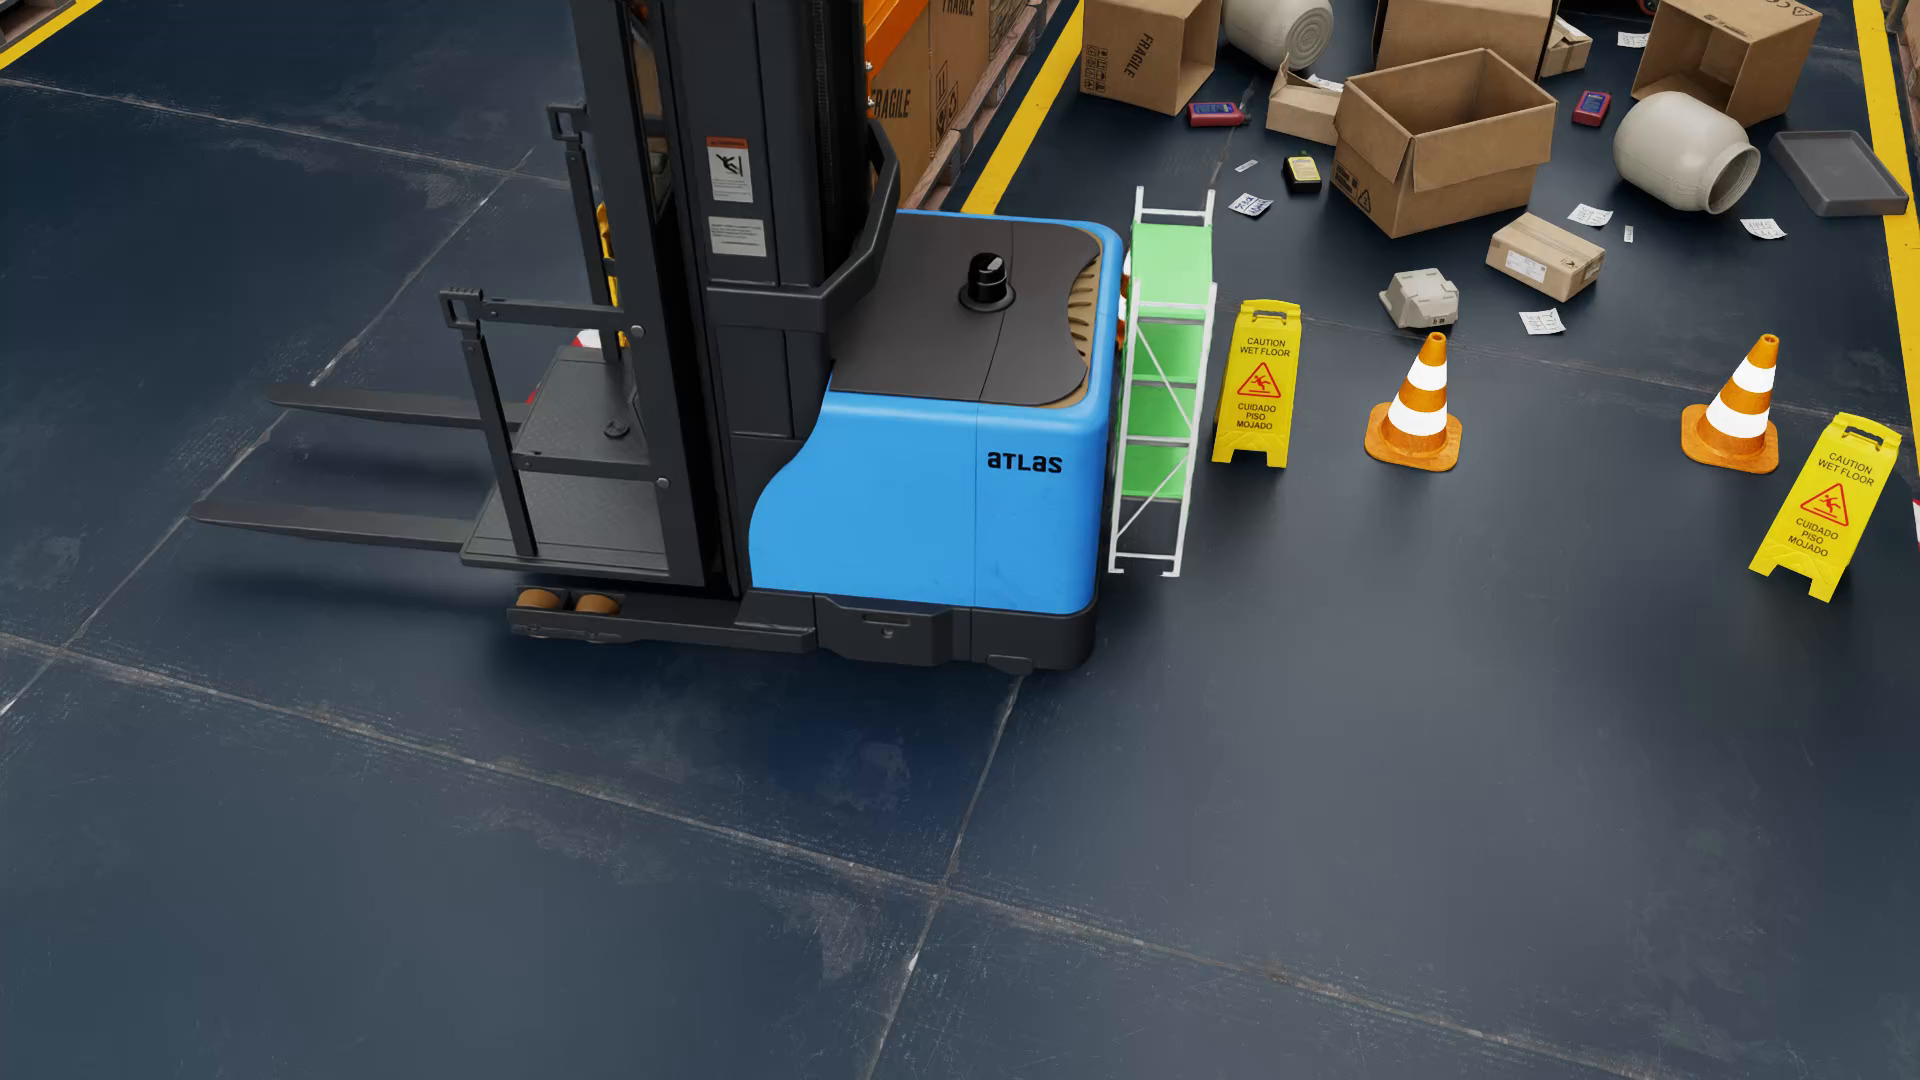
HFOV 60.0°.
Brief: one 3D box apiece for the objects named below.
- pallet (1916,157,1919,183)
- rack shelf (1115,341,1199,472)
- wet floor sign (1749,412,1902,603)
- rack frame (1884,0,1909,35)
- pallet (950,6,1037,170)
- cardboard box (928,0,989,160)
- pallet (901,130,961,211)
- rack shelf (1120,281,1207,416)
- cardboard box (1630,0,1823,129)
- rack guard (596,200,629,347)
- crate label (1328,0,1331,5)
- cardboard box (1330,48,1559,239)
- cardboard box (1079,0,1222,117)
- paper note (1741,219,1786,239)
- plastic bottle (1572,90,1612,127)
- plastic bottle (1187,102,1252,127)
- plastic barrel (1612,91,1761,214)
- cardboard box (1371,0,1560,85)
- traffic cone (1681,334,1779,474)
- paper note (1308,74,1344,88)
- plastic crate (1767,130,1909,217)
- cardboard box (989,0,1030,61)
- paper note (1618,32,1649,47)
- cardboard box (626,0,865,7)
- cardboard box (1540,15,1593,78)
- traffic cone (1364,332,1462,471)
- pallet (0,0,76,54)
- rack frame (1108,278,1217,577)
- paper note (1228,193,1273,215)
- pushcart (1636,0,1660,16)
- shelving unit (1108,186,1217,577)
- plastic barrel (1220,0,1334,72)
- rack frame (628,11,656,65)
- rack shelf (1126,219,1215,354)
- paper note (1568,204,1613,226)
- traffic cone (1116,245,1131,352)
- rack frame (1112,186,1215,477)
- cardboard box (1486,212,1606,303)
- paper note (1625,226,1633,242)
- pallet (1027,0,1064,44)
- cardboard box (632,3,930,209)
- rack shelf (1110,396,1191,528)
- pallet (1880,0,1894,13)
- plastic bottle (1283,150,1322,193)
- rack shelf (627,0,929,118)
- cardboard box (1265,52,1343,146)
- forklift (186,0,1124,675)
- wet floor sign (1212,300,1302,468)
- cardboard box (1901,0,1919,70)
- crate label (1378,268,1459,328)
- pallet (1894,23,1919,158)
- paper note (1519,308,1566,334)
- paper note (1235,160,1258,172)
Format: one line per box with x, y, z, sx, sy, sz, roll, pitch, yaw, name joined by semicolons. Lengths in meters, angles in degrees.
4.606;-1.280;6.907;1.003;0.211;1.213;13;46;13;pallet
0.644;-0.440;5.433;0.258;0.148;0.480;4;45;4;rack shelf
2.854;-0.140;5.432;0.267;0.644;0.232;28;51;26;wet floor sign
5.143;-3.548;7.231;1.000;3.000;0.127;13;46;13;rack frame
-0.278;-2.226;7.874;1.003;0.211;1.213;13;46;13;pallet
-0.410;-2.306;7.181;0.875;0.875;0.875;12;46;12;cardboard box
-0.649;-1.416;7.046;1.003;0.211;1.213;13;46;13;pallet
0.644;-0.611;5.265;0.258;0.148;0.480;4;45;4;rack shelf
3.522;-2.229;7.669;0.500;0.500;0.500;-24;49;-22;cardboard box
-0.824;-0.953;6.367;1.175;0.500;0.348;13;46;13;rack guard
1.719;-2.721;8.433;0.298;0.136;0.250;-16;47;-16;crate label
2.051;-1.697;7.124;0.797;0.503;0.637;-16;47;-16;cardboard box
0.903;-2.384;7.828;0.500;0.500;0.500;20;48;19;cardboard box
3.429;-1.334;7.092;0.142;0.019;0.148;-2;44;-2;paper note
2.965;-2.035;7.786;0.133;0.061;0.283;20;48;19;plastic bottle
1.206;-1.977;7.727;0.283;0.061;0.133;-2;44;-2;plastic bottle
3.114;-1.658;7.142;0.421;0.421;0.512;-24;49;-22;plastic barrel
2.326;-2.370;7.715;0.797;0.637;0.503;13;46;13;cardboard box
2.832;-0.535;5.966;0.336;0.463;0.334;13;46;13;traffic cone
1.727;-2.172;7.954;0.172;0.023;0.155;28;51;26;paper note
3.886;-1.632;7.360;0.402;0.080;0.583;-2;44;-2;plastic crate
-0.132;-2.914;7.802;0.875;0.875;0.875;13;46;13;cardboard box
3.356;-2.495;8.278;0.148;0.019;0.142;13;46;13;paper note
-0.747;-2.173;5.719;0.875;0.550;0.550;13;46;13;cardboard box
2.851;-2.482;8.097;0.258;0.266;0.396;-16;47;-16;cardboard box
1.671;-0.543;5.974;0.336;0.463;0.334;13;46;13;traffic cone
-5.210;-2.569;8.224;1.003;0.211;1.213;13;46;13;pallet
0.621;-0.315;5.214;0.240;1.200;0.015;4;45;4;rack frame
1.264;-1.459;7.220;0.144;0.017;0.142;28;51;26;paper note
2.955;-3.060;8.608;1.648;0.377;0.936;-2;44;-2;pushcart
0.644;-0.485;5.388;0.258;1.200;0.503;4;45;4;shelving unit
1.513;-2.527;8.030;0.421;0.421;0.512;-24;49;-22;plastic barrel
-0.817;-1.863;5.509;1.000;3.000;0.127;13;46;13;rack frame
0.644;-0.783;5.097;0.258;0.148;0.480;4;45;4;rack shelf
2.721;-1.403;7.170;0.148;0.019;0.142;28;51;26;paper note
0.697;-1.009;6.451;0.336;0.463;0.334;13;46;13;traffic cone
0.667;-0.655;5.562;0.240;1.200;0.015;4;45;4;rack frame
2.403;-1.164;6.833;0.250;0.149;0.380;-33;53;-29;cardboard box
2.845;-1.302;7.074;0.032;0.001;0.123;13;46;13;paper note
0.090;-3.042;8.708;1.003;0.211;1.213;13;46;13;pallet
-0.674;-1.720;6.581;0.875;0.875;0.875;13;46;13;cardboard box
0.644;-0.268;5.601;0.258;0.148;0.480;4;45;4;rack shelf
5.377;-3.071;8.737;1.003;0.211;1.213;13;46;13;pallet
1.513;-1.641;7.383;0.133;0.061;0.283;-2;44;-2;plastic bottle
-0.211;-2.939;7.123;1.077;0.370;4.000;13;46;13;rack shelf
1.629;-2.016;7.620;0.396;0.266;0.258;20;48;19;cardboard box
-1.029;-1.073;4.751;3.031;2.935;1.130;5;45;5;forklift
1.062;-0.583;5.884;0.267;0.644;0.232;5;45;5;wet floor sign
4.707;-2.379;7.702;0.500;0.250;0.500;11;45;11;cardboard box
1.850;-0.964;6.637;0.250;0.136;0.298;-9;45;-9;crate label
4.973;-2.096;7.741;1.003;0.211;1.213;13;46;13;pallet
2.321;-0.872;6.620;0.148;0.019;0.142;-2;44;-2;paper note
1.285;-1.678;7.458;0.123;0.001;0.032;-33;53;-29;paper note
